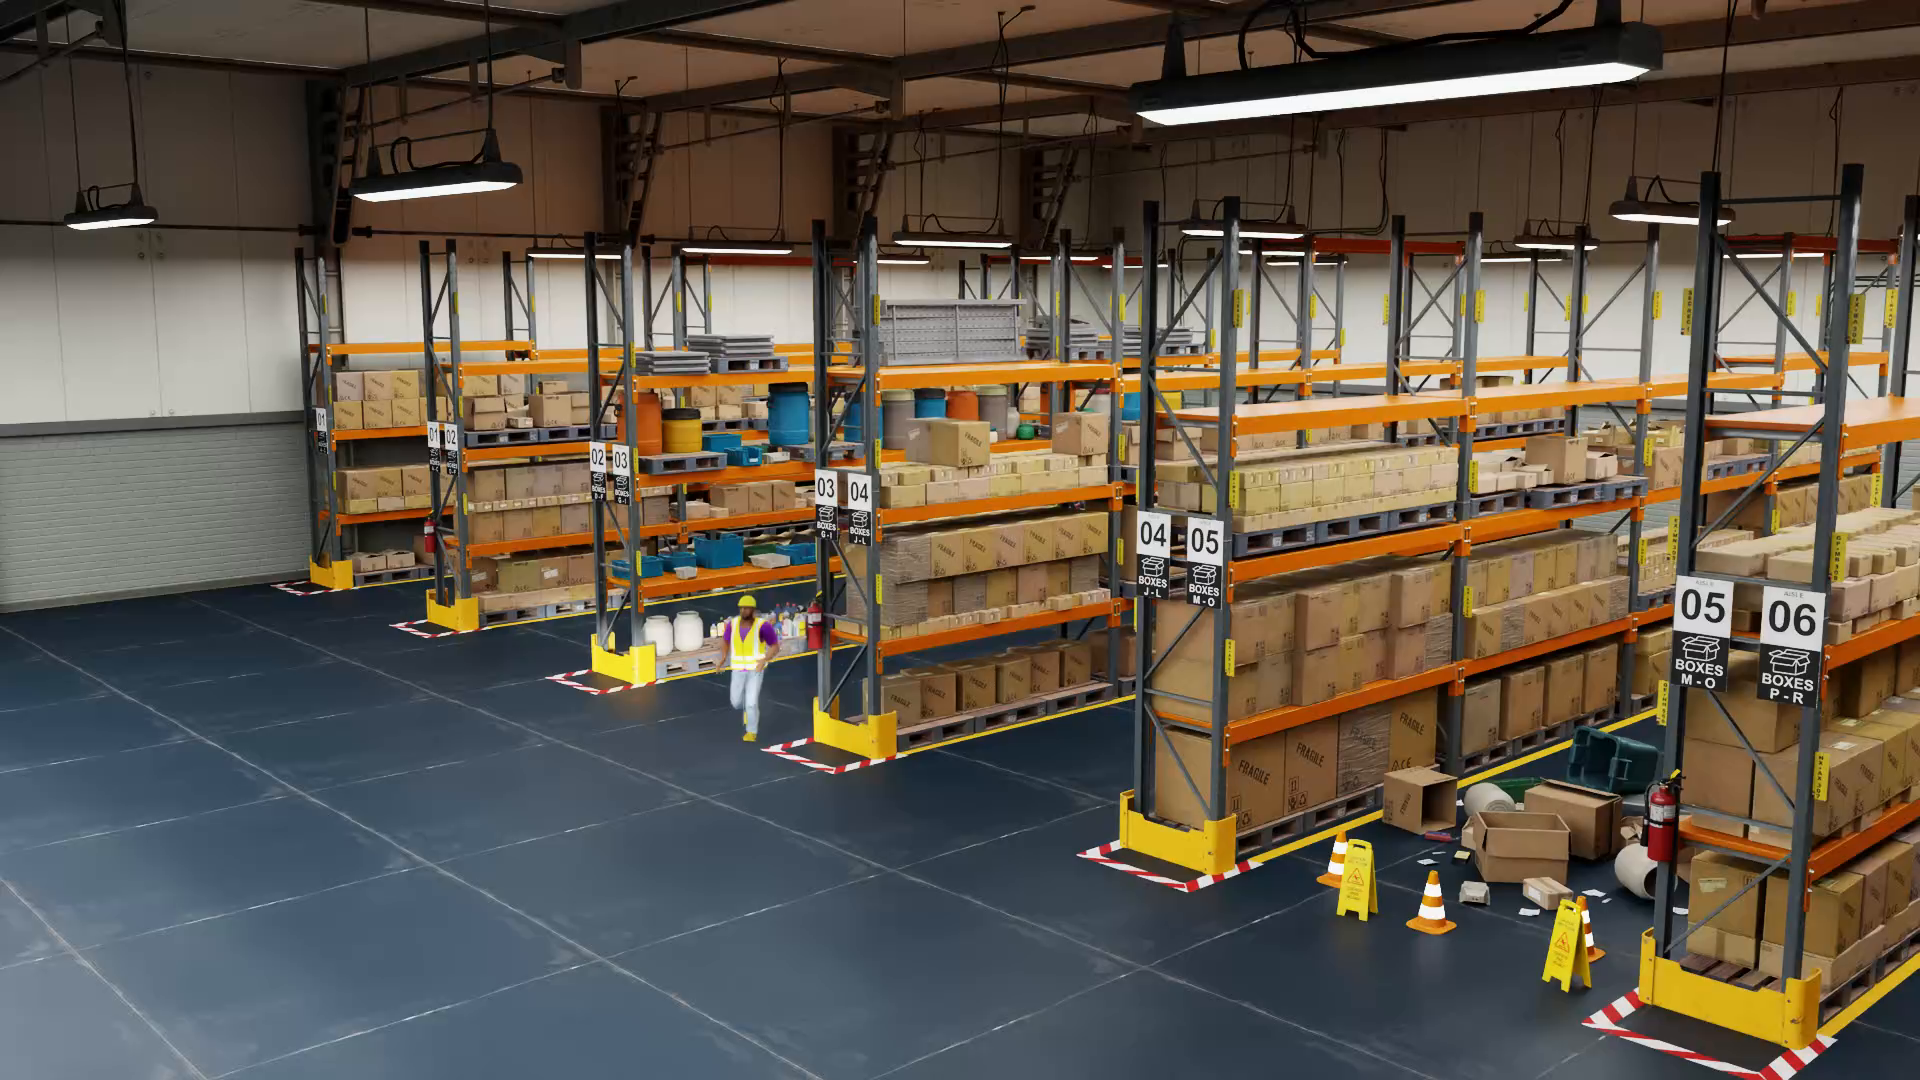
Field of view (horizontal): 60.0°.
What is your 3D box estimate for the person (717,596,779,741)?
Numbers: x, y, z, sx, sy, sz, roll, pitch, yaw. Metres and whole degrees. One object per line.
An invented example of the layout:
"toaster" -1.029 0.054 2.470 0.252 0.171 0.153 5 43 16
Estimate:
"person" -2.464 1.486 19.436 0.717 1.709 0.594 2 9 13
